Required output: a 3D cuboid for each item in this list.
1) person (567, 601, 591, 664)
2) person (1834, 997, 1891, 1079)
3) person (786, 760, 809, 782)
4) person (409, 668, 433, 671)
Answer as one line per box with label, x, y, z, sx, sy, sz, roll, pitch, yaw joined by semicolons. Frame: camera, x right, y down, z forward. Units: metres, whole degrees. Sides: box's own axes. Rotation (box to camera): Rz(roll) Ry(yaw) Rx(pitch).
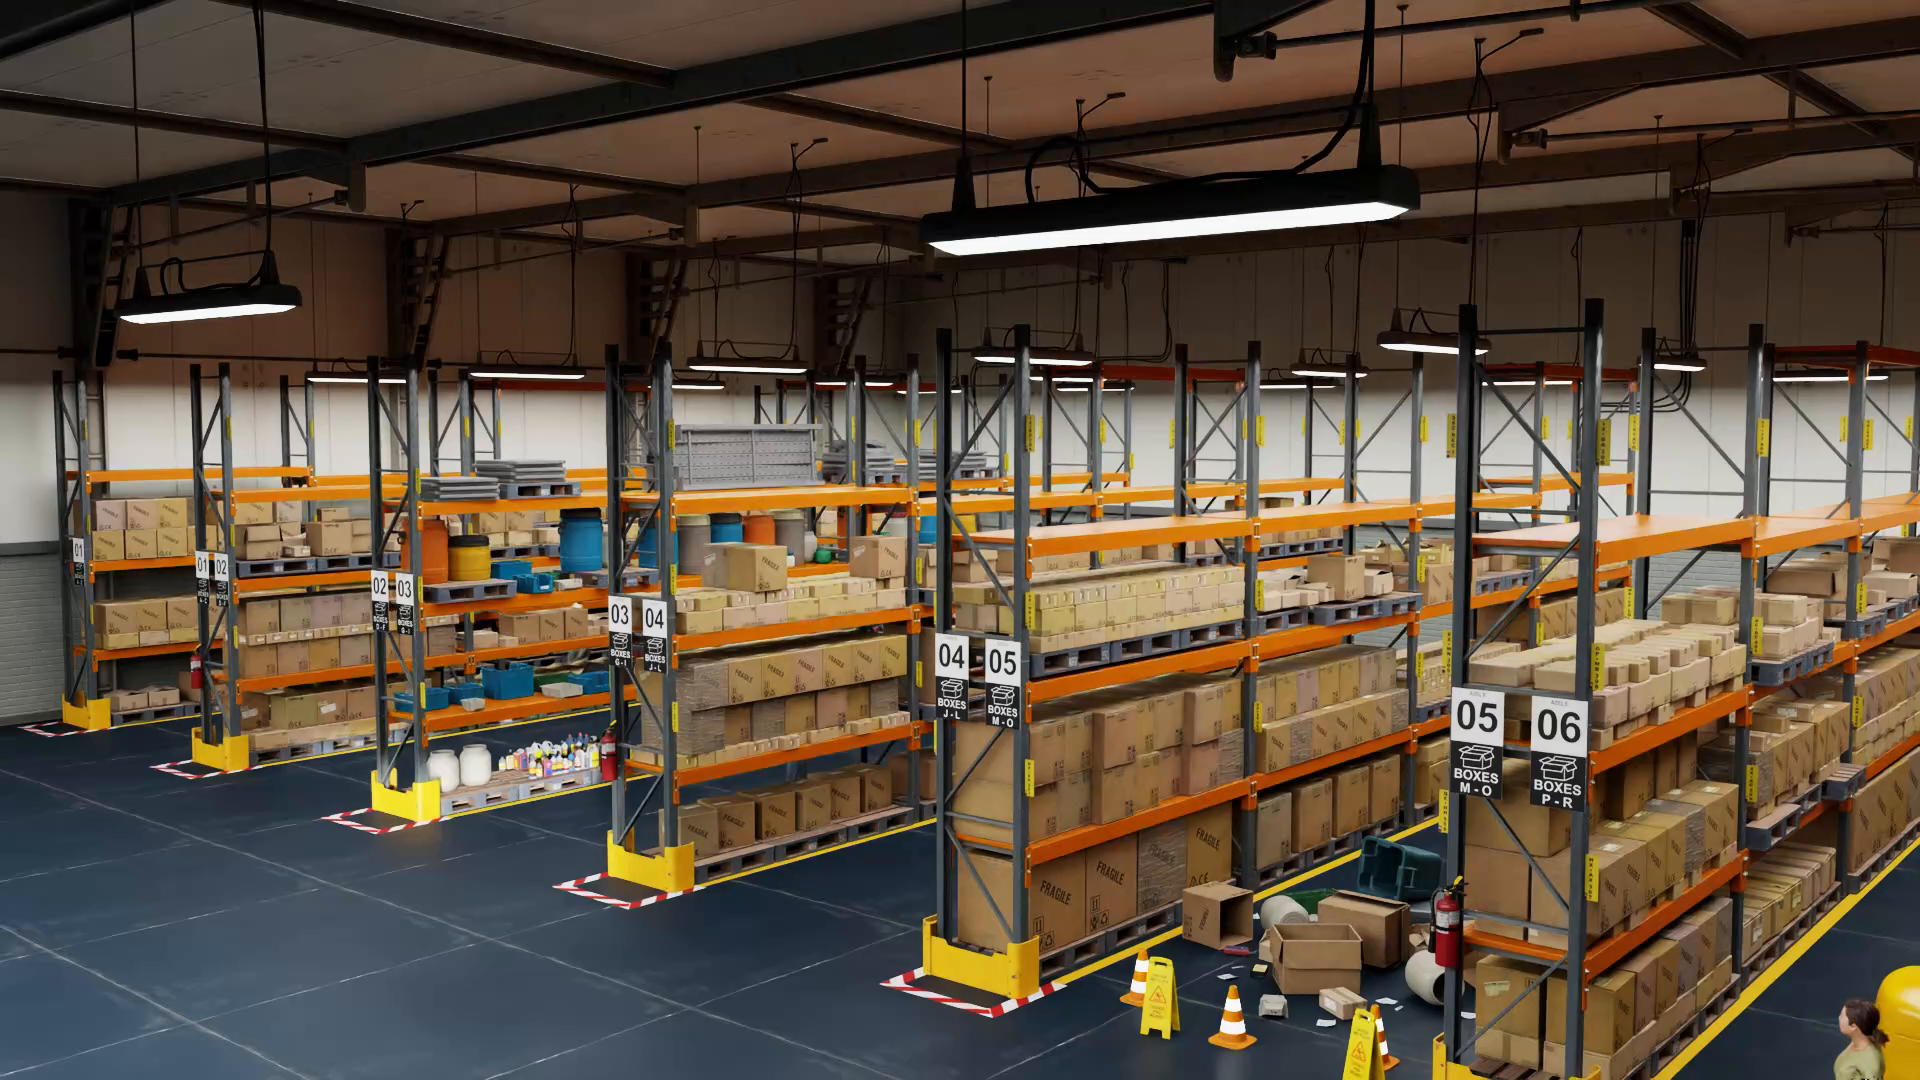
person;-7.803;1.875;33.868;0.478;1.668;0.489;-3;5;-32
person;5.566;3.610;10.162;0.996;1.625;0.479;2;4;20
person;-2.343;2.621;22.908;0.808;1.738;0.630;-3;5;-38
person;-9.656;2.224;29.632;0.567;1.698;0.690;3;5;34
